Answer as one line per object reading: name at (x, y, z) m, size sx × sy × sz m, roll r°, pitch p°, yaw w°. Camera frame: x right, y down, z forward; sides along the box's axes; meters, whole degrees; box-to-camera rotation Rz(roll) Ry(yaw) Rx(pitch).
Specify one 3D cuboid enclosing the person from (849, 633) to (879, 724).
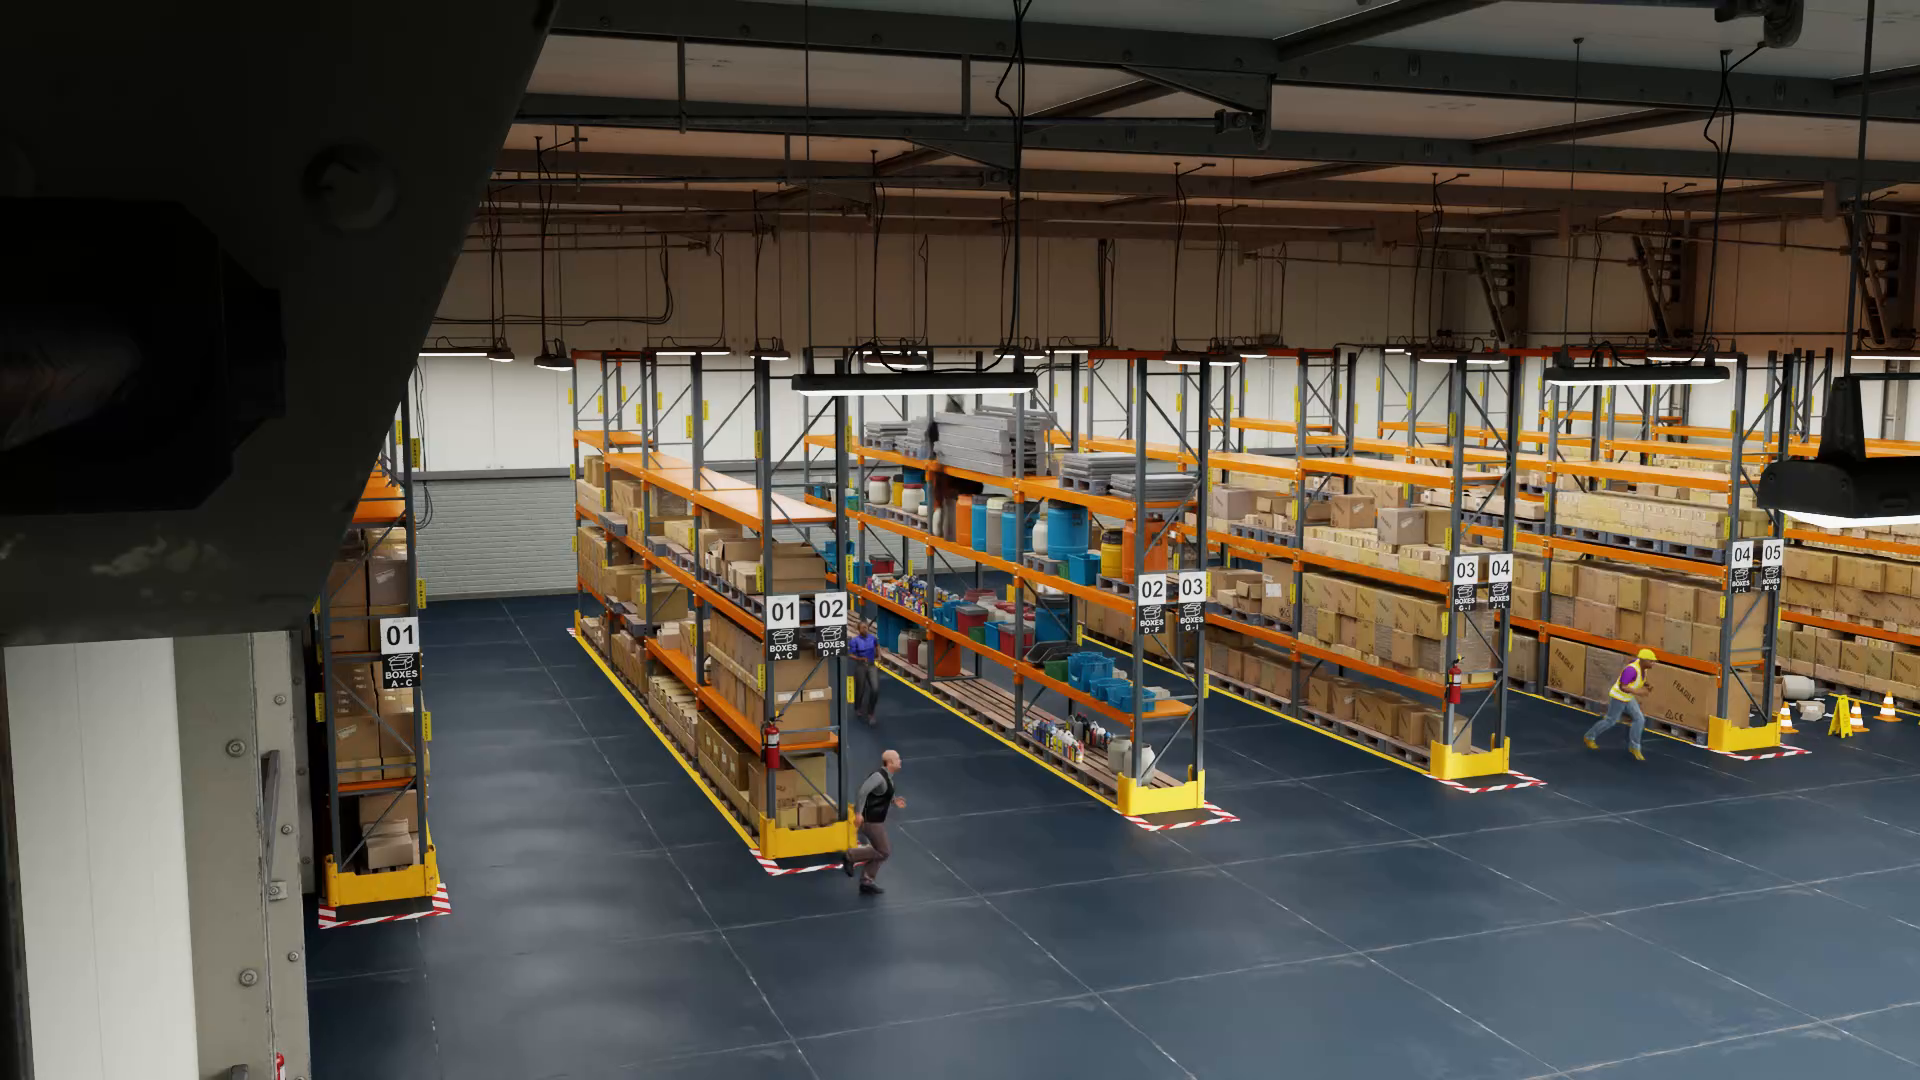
person at (-1.564, 2.256, 27.265) m, size 0.534 × 1.485 × 0.702 m, roll -2°, pitch 7°, yaw -18°

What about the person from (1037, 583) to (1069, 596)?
person at (1.907, 0.946, 33.274) m, size 0.714 × 0.930 × 0.483 m, roll -2°, pitch 7°, yaw -14°

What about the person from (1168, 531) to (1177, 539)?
person at (4.998, 0.555, 40.289) m, size 0.648 × 1.537 × 0.979 m, roll 1°, pitch 7°, yaw 8°

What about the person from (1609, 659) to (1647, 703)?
person at (9.968, 2.099, 24.833) m, size 0.482 × 0.643 × 0.704 m, roll 6°, pitch 9°, yaw 41°
